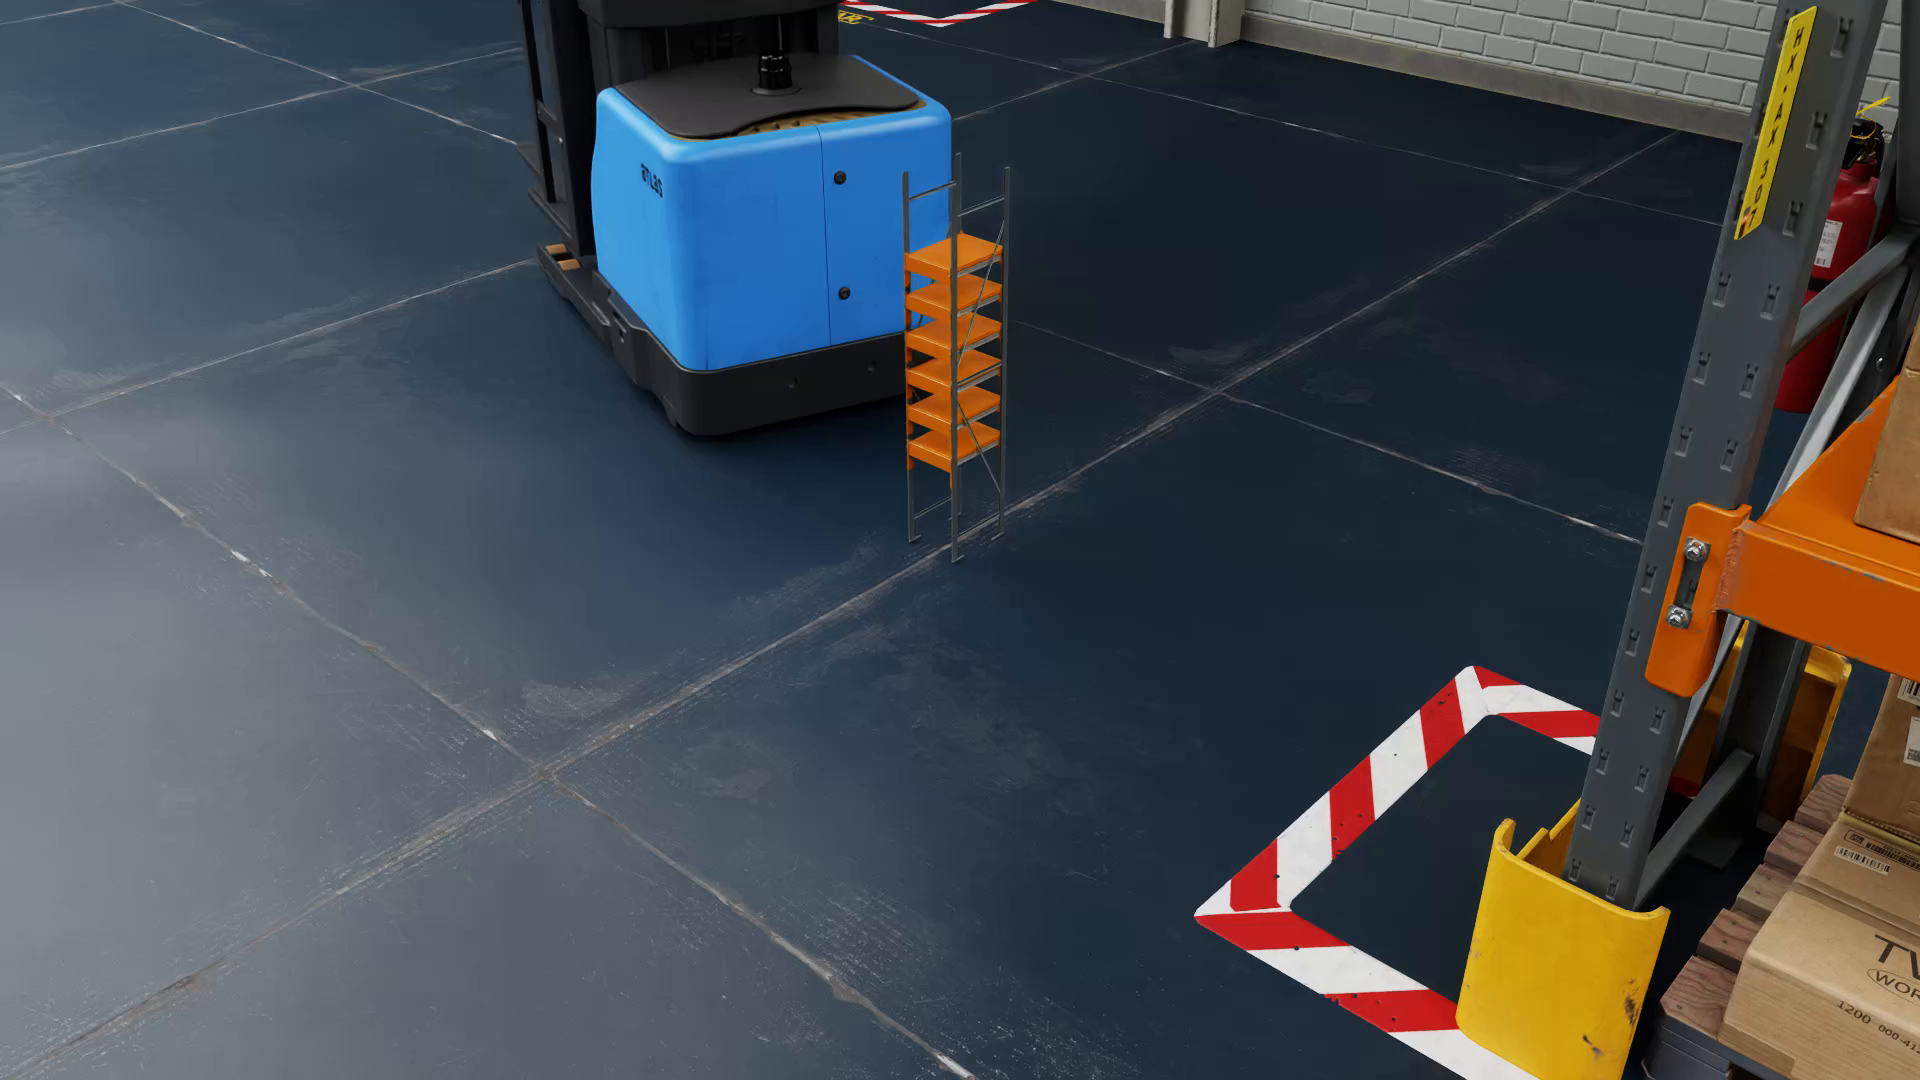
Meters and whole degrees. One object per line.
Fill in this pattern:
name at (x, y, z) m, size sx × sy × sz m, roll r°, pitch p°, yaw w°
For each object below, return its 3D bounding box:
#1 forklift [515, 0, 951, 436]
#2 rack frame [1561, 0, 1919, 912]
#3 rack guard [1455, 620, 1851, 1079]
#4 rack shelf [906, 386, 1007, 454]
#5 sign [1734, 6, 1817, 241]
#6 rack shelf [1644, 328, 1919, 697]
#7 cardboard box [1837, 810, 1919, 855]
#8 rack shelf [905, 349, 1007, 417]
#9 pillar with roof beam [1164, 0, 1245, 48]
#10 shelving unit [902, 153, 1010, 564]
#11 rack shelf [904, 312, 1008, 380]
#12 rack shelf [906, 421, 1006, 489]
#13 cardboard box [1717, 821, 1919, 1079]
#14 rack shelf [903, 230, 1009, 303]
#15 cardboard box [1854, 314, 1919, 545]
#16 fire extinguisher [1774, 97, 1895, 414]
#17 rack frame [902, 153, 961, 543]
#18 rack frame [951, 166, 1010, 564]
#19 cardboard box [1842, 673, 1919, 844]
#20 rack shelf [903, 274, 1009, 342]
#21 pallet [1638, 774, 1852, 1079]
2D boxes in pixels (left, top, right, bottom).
forklift at (-1.136, -2.349, 6.311) m, size 1.130 × 2.935 × 3.031 m, roll -15°, pitch 34°, yaw -23°
rack frame at (1.567, -0.410, 3.023) m, size 0.127 × 3.000 × 1.000 m, roll 25°, pitch 39°, yaw 35°
rack guard at (1.550, 0.652, 3.682) m, size 0.348 × 0.500 × 1.175 m, roll 25°, pitch 39°, yaw 35°
rack shelf at (-0.011, -0.378, 5.034) m, size 0.180 × 0.103 × 0.258 m, roll 25°, pitch 39°, yaw 35°
sign at (1.191, -0.605, 2.430) m, size 0.005 × 0.325 × 0.100 m, roll 25°, pitch 39°, yaw 35°
rack shelf at (3.050, 0.590, 2.059) m, size 4.000 × 0.370 × 1.077 m, roll 25°, pitch 39°, yaw 35°
cardboard box at (2.163, 0.661, 3.503) m, size 0.500 × 0.250 × 0.500 m, roll 25°, pitch 39°, yaw 35°
rack shelf at (-0.011, -0.481, 4.972) m, size 0.180 × 0.103 × 0.258 m, roll 25°, pitch 39°, yaw 35°
pillar with roof beam at (-1.349, -5.395, 5.486) m, size 0.400 × 9.000 × 9.100 m, roll 25°, pitch 39°, yaw 35°
shelving unit at (-0.011, -0.519, 4.949) m, size 0.189 × 1.200 × 0.258 m, roll 25°, pitch 39°, yaw 35°
rack shelf at (-0.011, -0.584, 4.910) m, size 0.180 × 0.103 × 0.258 m, roll 25°, pitch 39°, yaw 35°
rack shelf at (-0.011, -0.275, 5.096) m, size 0.180 × 0.103 × 0.258 m, roll 25°, pitch 39°, yaw 35°
cardboard box at (1.816, 0.859, 3.174) m, size 0.500 × 0.250 × 0.500 m, roll 25°, pitch 39°, yaw 35°
rack shelf at (-0.011, -0.789, 4.786) m, size 0.180 × 0.103 × 0.258 m, roll 25°, pitch 39°, yaw 35°
cardboard box at (1.905, -0.287, 2.721) m, size 0.500 × 0.500 × 0.700 m, roll 25°, pitch 39°, yaw 35°
fire extinguisher at (1.792, -0.596, 3.406) m, size 0.183 × 0.674 × 0.296 m, roll 25°, pitch 39°, yaw 35°
rack frame at (-0.079, -0.551, 5.001) m, size 0.006 × 1.200 × 0.240 m, roll 25°, pitch 39°, yaw 35°
rack frame at (0.057, -0.487, 4.896) m, size 0.006 × 1.200 × 0.240 m, roll 25°, pitch 39°, yaw 35°
cardboard box at (2.165, 0.338, 3.311) m, size 0.500 × 0.500 × 0.500 m, roll 25°, pitch 39°, yaw 35°
rack shelf at (-0.011, -0.687, 4.848) m, size 0.180 × 0.103 × 0.258 m, roll 25°, pitch 39°, yaw 35°
pallet at (2.163, 1.033, 3.329) m, size 1.213 × 0.211 × 1.003 m, roll 25°, pitch 39°, yaw 35°
